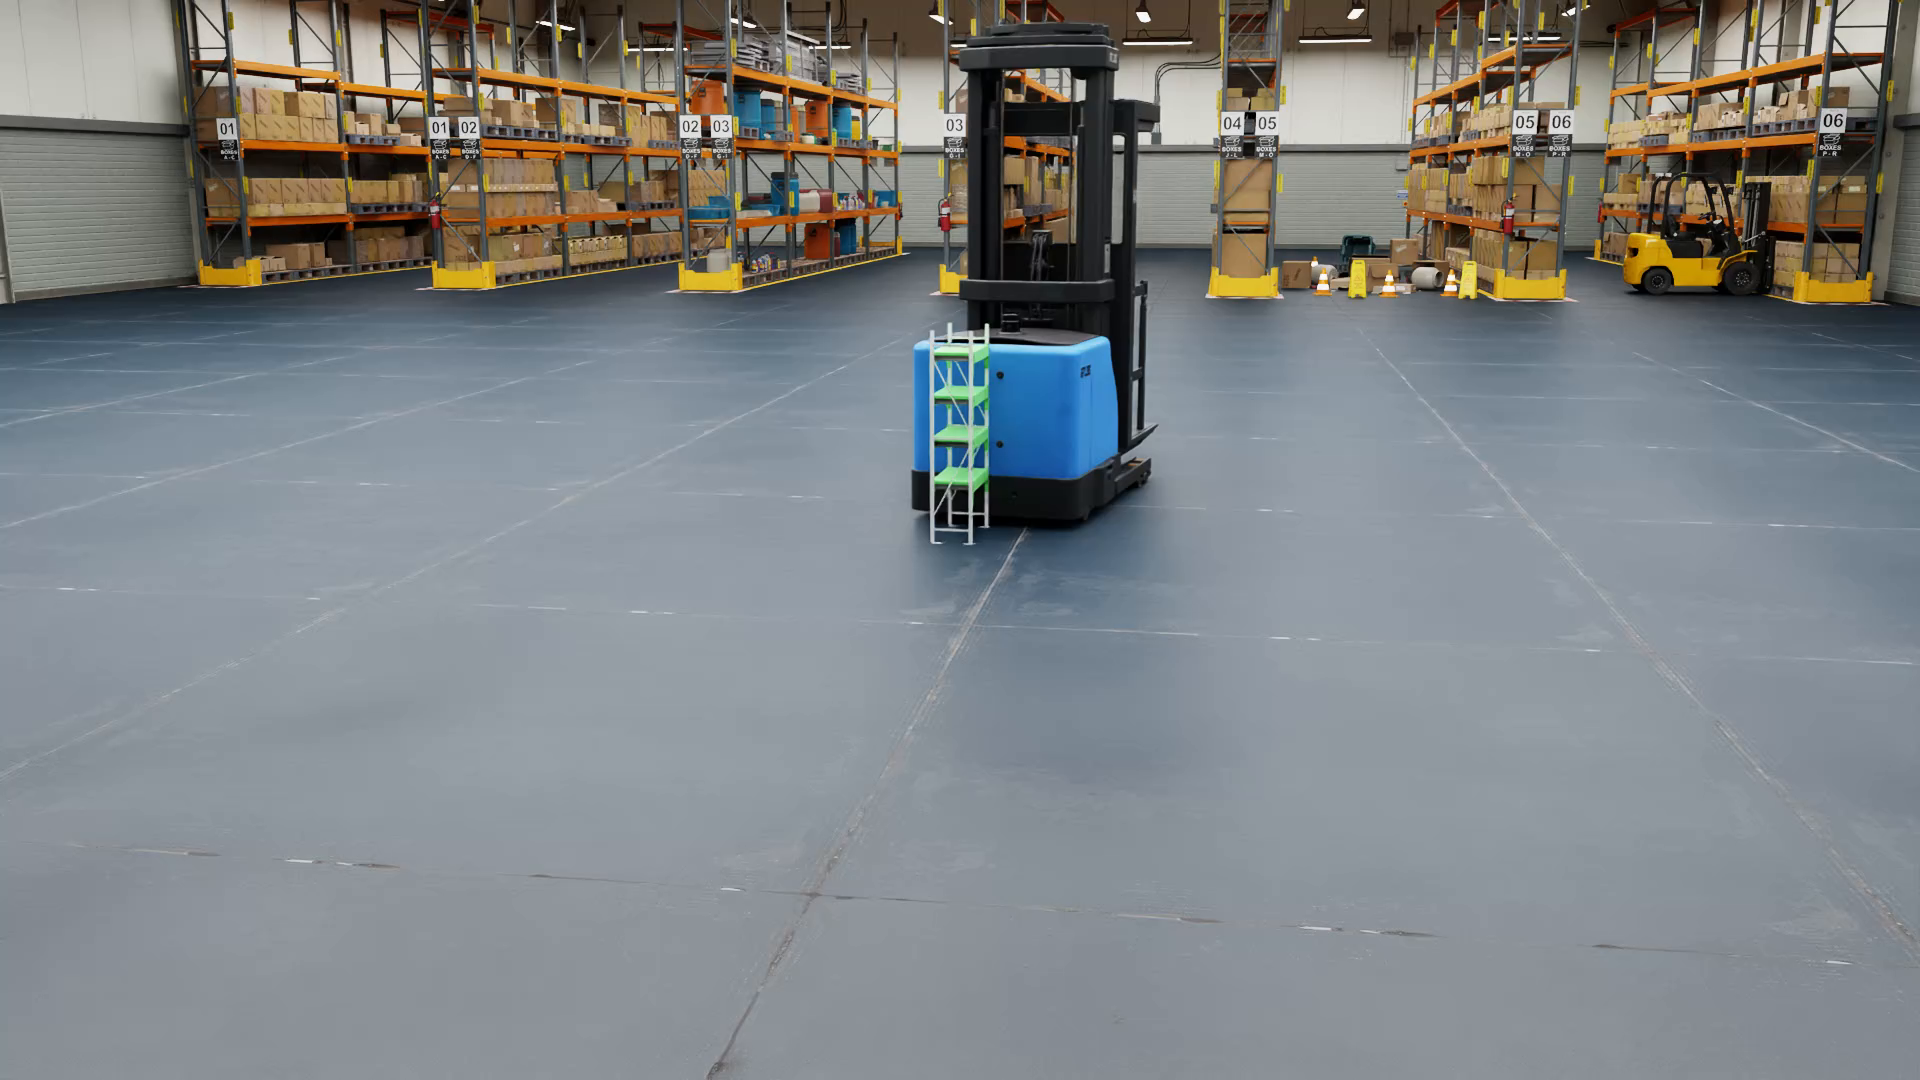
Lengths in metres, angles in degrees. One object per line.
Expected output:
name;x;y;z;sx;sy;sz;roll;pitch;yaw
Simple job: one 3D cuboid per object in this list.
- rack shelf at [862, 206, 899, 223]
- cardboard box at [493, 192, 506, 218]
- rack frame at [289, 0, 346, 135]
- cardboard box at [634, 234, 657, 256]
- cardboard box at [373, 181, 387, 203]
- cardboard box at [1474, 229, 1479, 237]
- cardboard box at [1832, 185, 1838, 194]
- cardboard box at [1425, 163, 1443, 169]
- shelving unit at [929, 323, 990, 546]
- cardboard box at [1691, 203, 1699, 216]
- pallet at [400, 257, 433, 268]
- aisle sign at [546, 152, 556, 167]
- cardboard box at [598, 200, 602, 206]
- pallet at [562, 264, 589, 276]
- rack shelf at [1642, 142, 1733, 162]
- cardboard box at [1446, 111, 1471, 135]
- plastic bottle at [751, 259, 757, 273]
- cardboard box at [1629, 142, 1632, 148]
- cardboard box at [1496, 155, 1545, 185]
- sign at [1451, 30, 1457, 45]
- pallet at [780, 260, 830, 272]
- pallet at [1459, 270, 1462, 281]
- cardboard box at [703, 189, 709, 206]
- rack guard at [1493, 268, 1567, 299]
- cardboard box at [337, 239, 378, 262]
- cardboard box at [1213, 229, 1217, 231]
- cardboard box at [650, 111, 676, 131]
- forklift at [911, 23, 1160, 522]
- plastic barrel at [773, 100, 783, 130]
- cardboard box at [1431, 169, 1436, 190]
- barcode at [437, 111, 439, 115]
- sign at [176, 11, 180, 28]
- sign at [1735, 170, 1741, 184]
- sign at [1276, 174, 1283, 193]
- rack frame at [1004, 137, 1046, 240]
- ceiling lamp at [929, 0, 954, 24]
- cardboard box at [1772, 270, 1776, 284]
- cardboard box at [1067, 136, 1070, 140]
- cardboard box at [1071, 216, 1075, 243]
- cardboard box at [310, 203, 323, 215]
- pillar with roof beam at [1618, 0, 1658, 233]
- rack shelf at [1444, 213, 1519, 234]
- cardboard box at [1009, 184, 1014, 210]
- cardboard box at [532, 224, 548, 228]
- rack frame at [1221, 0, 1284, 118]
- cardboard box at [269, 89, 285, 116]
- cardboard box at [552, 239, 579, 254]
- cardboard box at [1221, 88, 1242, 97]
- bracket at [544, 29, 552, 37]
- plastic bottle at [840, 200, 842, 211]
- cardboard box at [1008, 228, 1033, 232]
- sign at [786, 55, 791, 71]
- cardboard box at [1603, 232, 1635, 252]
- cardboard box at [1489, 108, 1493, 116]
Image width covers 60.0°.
rack shelf;-2.531;-8.759;44.722;1.077;0.370;4.000;2;12;9
cardboard box;-9.418;-6.612;32.818;0.700;0.500;0.500;2;12;10
rack frame;-13.859;-10.282;35.845;1.000;3.000;0.127;2;12;9
cardboard box;-7.839;-7.315;41.203;0.500;0.500;0.500;2;12;8
cardboard box;-13.583;-7.973;38.086;0.700;0.500;0.500;4;13;16
cardboard box;10.181;-5.954;32.210;0.380;0.149;0.250;2;12;9
cardboard box;15.190;-6.036;28.604;0.380;0.149;0.250;2;12;9
cardboard box;11.580;-9.142;40.641;0.380;0.149;0.250;2;12;7
shelving unit;0.000;-0.611;9.480;0.258;1.200;0.503;2;12;11
cardboard box;15.745;-6.957;35.013;0.500;0.250;0.500;2;12;7
pallet;-13.365;-6.657;39.880;1.003;0.211;1.213;2;12;9
aisle sign;-11.706;-11.124;47.818;0.394;0.787;0.004;2;12;9
cardboard box;-8.677;-7.799;38.774;0.500;0.311;0.500;2;12;8
pallet;-8.889;-5.981;36.747;1.003;0.211;1.213;2;12;9
rack shelf;16.445;-8.751;37.565;1.077;0.370;4.000;2;12;9
cardboard box;11.141;-9.185;36.632;0.797;0.503;0.637;1;12;5
plastic bottle;-4.098;-5.445;33.069;0.097;0.271;0.097;0;12;0
cardboard box;16.751;-9.745;41.068;0.380;0.149;0.250;2;12;9
cardboard box;9.864;-6.511;29.268;0.700;0.500;0.500;2;12;7
sign;10.683;-10.864;35.949;0.100;0.325;0.005;2;12;9
pallet;-3.612;-6.338;38.402;1.003;0.211;1.213;2;12;9
pallet;10.735;-5.346;33.799;1.003;0.211;1.213;2;12;9
cardboard box;-7.154;-9.318;45.373;0.500;0.500;0.500;2;12;8
rack guard;10.013;-4.508;29.226;1.175;0.500;0.348;2;12;9
cardboard box;-13.732;-6.606;37.914;0.700;0.500;0.500;2;12;8
cardboard box;6.143;-6.501;36.881;1.050;0.750;0.750;2;12;8
cardboard box;-7.696;-10.962;43.507;0.700;0.500;0.500;2;12;9
forklift;0.668;-1.809;10.929;1.130;2.935;3.031;4;13;19
plastic barrel;-4.105;-8.989;35.774;0.600;0.901;0.600;0;12;0
cardboard box;11.365;-8.457;39.003;0.500;0.500;0.500;2;12;7
barcode;-10.009;-8.186;31.859;0.001;0.075;0.075;2;12;9
sign;-15.019;-10.006;31.969;0.100;0.325;0.005;2;12;9
sign;16.686;-7.768;35.672;0.100;0.325;0.005;2;12;9
sign;5.642;-6.296;29.347;0.100;0.325;0.005;2;12;9
rack frame;1.440;-7.701;38.106;1.000;3.000;0.127;2;12;9
ceiling lamp;-0.202;-14.216;40.241;0.800;3.185;2.000;2;12;9
cardboard box;14.838;-4.731;29.854;0.500;0.250;0.500;2;12;9
cardboard box;2.643;-11.026;44.942;0.700;0.500;0.500;1;12;5
cardboard box;2.651;-8.397;45.383;0.875;0.875;0.875;2;12;9
cardboard box;-13.779;-6.969;35.019;0.500;0.250;0.500;2;12;8
pillar with roof beam;14.419;-12.489;46.085;9.100;9.000;0.548;2;12;9
rack shelf;10.924;-6.612;34.760;1.077;0.370;4.000;2;12;9
cardboard box;0.605;-6.760;32.800;0.875;0.500;0.500;2;12;9
cardboard box;-11.900;-8.913;47.129;0.380;0.149;0.250;2;12;10
rack frame;5.095;-8.786;28.904;1.000;3.000;0.127;2;12;9
cardboard box;-13.980;-8.813;33.488;0.500;0.500;0.500;2;12;10
cardboard box;-8.654;-6.403;36.284;0.500;0.311;0.500;2;12;9
cardboard box;4.811;-7.922;29.484;0.380;0.149;0.250;2;12;9
bracket;-12.166;-15.032;49.340;0.235;0.232;0.430;2;12;9
plastic bottle;-2.896;-8.073;40.140;0.097;0.271;0.097;0;12;0
cardboard box;1.366;-6.920;37.593;0.500;0.250;0.500;2;12;11
sign;-3.528;-9.839;34.284;0.100;0.325;0.005;2;12;9
cardboard box;17.180;-7.746;43.243;0.797;0.503;0.637;1;12;6
cardboard box;10.130;-8.009;31.118;0.380;0.149;0.250;1;12;7
